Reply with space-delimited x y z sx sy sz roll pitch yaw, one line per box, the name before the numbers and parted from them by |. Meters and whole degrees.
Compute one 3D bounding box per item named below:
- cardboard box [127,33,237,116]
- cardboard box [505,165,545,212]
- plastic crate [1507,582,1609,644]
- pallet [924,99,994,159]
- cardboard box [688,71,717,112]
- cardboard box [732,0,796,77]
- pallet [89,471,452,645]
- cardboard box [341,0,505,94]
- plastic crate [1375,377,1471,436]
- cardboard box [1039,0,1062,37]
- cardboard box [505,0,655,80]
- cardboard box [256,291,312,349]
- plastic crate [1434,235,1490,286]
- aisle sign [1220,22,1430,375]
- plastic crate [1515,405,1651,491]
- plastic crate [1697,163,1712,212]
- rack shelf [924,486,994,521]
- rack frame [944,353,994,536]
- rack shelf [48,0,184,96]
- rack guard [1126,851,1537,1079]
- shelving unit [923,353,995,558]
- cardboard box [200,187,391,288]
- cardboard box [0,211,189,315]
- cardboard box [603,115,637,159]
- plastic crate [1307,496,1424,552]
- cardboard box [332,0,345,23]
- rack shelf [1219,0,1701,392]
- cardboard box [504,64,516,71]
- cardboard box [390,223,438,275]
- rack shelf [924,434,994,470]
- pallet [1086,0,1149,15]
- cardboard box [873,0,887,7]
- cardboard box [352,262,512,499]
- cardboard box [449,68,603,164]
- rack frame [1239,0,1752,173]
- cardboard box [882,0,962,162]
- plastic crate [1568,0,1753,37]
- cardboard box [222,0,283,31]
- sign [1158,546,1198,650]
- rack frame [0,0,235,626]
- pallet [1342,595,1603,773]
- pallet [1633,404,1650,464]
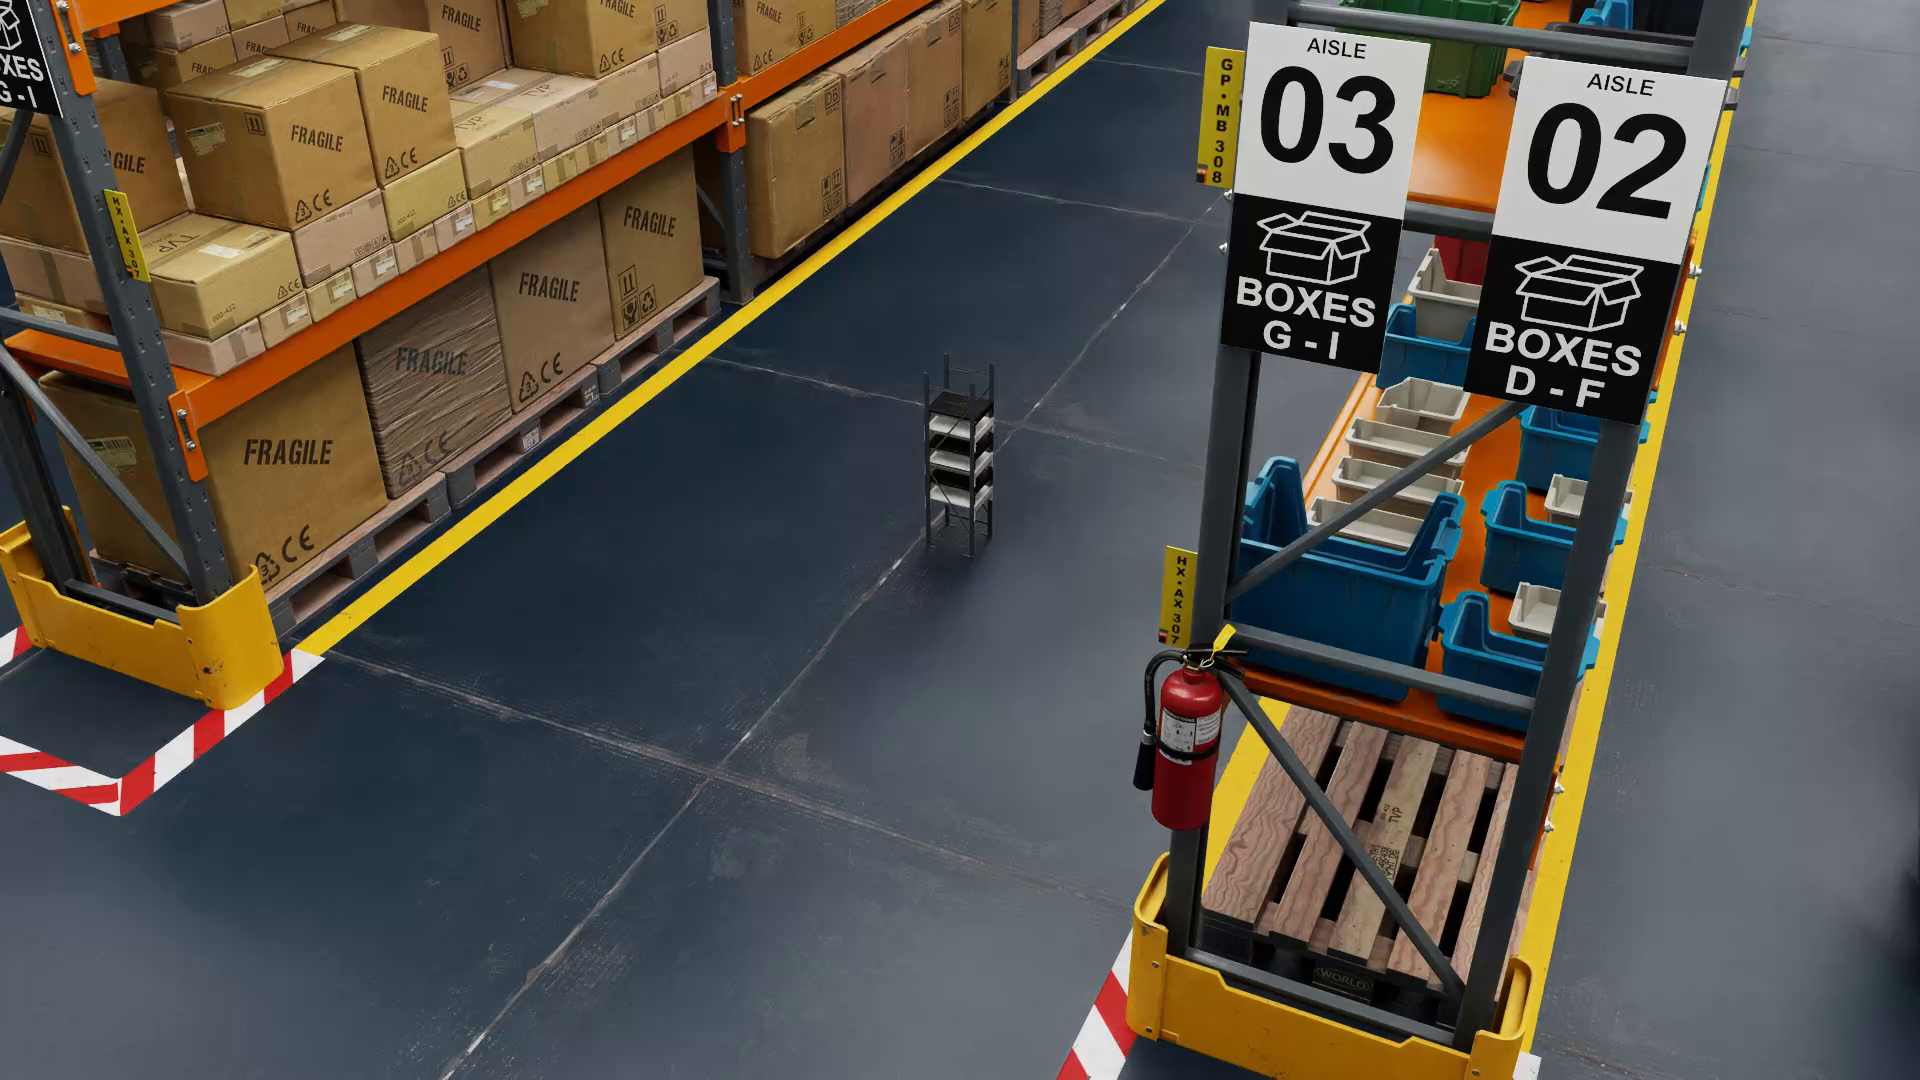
cardboard box | -5.622 -3.404 12.102 0.500 0.500 0.500 16 36 22
cardboard box | -2.184 -1.679 7.805 0.380 0.149 0.250 15 36 21
plastic crate | 1.727 0.247 4.823 0.250 0.136 0.298 14 36 20
pallet | -0.434 -3.229 12.481 1.003 0.211 1.213 14 36 20
cardboard box | -1.539 -2.446 8.974 0.380 0.149 0.250 14 36 21
cardboard box | -1.290 -2.992 9.486 0.500 0.500 0.500 14 36 21
pallet | -3.119 -0.036 7.612 1.003 0.211 1.213 14 36 20
cardboard box | -2.569 -2.470 7.963 0.500 0.500 0.500 13 35 19
plastic crate | 1.628 -0.449 5.885 0.298 0.136 0.250 14 36 20
cardboard box | 0.447 -4.526 13.796 0.700 0.500 0.500 11 35 17
cardboard box | -1.872 -2.614 8.183 0.500 0.500 0.500 15 36 21
cardboard box | -2.829 -0.910 6.631 0.380 0.149 0.250 14 36 20
plastic crate | 2.188 -1.306 6.894 0.402 0.464 0.583 14 36 20
aisle sign | 0.820 -0.768 3.815 0.394 0.787 0.004 14 36 20
plastic crate | 2.069 -0.308 5.582 0.416 0.233 0.300 14 36 20
plastic crate | 2.904 -1.349 7.032 0.392 0.384 0.575 14 36 20
rack shelf | -0.003 -0.194 7.614 0.258 0.077 0.200 14 36 20
rack frame | 0.039 -0.423 7.574 0.240 0.900 0.006 14 36 20
rack shelf | -2.546 -2.735 7.107 1.077 0.370 4.000 14 36 20
rack guard | 1.117 1.411 5.143 1.175 0.500 0.348 14 36 20
shelving unit | -0.003 -0.372 7.497 0.258 0.900 0.210 14 36 20
cardboard box | -2.725 -1.285 6.840 0.500 0.250 0.500 14 36 20
cardboard box | -3.421 -1.150 6.633 0.500 0.250 0.500 14 36 20
cardboard box | -1.862 -2.062 8.388 0.380 0.149 0.250 15 36 21
plastic crate | 1.292 -0.012 5.219 0.396 0.136 0.243 14 36 20
cardboard box | -4.964 -4.176 13.280 0.500 0.500 0.500 13 35 18
rack shelf | 1.952 -1.599 5.374 1.077 0.370 4.000 14 36 20
cardboard box | -2.357 -2.419 8.569 0.500 0.250 0.500 14 36 20
cardboard box | -2.506 -1.294 7.217 0.380 0.149 0.250 13 36 20
rack shelf | -0.003 -0.420 7.466 0.258 0.077 0.200 14 36 20
pallet | 1.313 -5.208 15.500 1.003 0.211 1.213 14 36 20
cardboard box | -0.659 -3.750 10.642 0.500 0.500 0.500 15 36 21
cardboard box | -2.807 -0.863 7.886 0.875 0.875 0.875 14 36 20
cardboard box | -2.083 -2.047 8.002 0.500 0.250 0.500 15 36 21
rack frame | 1.116 -2.158 2.835 1.000 3.000 0.127 14 36 20
cardboard box | -0.723 -3.276 11.565 1.225 0.875 0.875 14 36 21
plastic crate | 2.005 -1.576 4.739 0.504 0.338 0.767 14 36 20
cardboard box | -5.402 -3.983 12.302 0.500 0.250 0.500 15 36 22
sign | 0.609 0.164 4.615 0.100 0.325 0.005 14 36 20
rack frame | -3.383 -0.786 6.213 1.000 3.000 0.127 14 36 20
pallet | 2.008 0.509 6.781 1.003 0.211 1.213 14 36 20
pallet | 3.150 -0.850 8.854 1.003 0.211 1.213 14 36 20
